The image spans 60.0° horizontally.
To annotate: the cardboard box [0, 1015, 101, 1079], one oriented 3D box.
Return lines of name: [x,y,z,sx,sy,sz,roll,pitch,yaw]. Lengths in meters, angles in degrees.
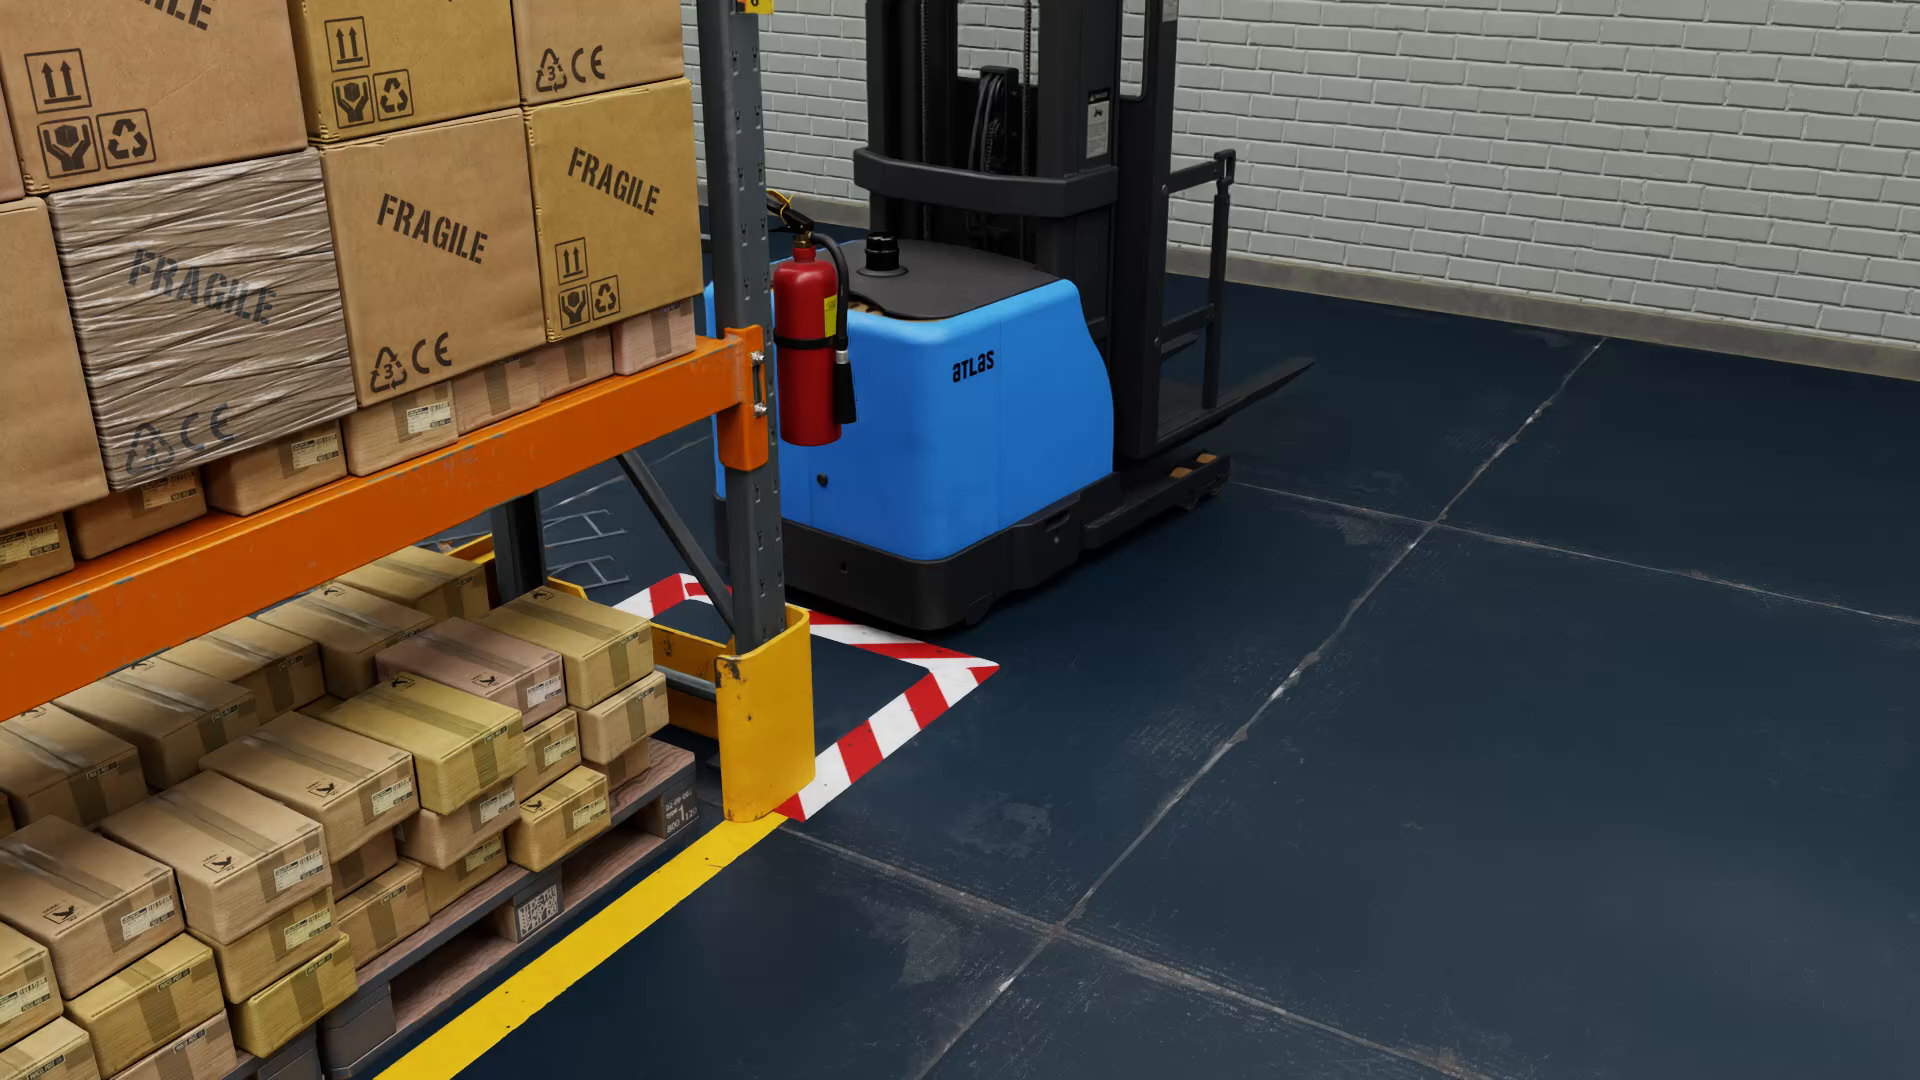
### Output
cardboard box: [-1.775,0.942,2.983,0.380,0.149,0.250,14,27,29]

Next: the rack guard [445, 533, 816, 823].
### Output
rack guard: [-0.971,0.364,4.781,1.175,0.500,0.348,14,27,29]

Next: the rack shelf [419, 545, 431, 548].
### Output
rack shelf: [-1.824,0.143,5.675,0.103,0.180,0.258,-12,26,-26]

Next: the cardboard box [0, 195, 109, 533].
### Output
cardboard box: [-1.757,-0.274,2.607,0.500,0.500,0.500,15,28,32]

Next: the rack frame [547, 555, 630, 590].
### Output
rack frame: [-1.757,0.213,5.745,1.200,0.006,0.240,-12,26,-26]

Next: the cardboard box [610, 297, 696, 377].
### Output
cardboard box: [-0.863,-0.525,4.003,0.380,0.149,0.250,14,27,29]

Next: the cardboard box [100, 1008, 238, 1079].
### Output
cardboard box: [-1.655,0.980,3.270,0.380,0.149,0.250,14,27,30]

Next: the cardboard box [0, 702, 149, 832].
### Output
cardboard box: [-1.996,0.508,3.612,0.380,0.149,0.250,15,28,31]

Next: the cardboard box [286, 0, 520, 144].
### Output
cardboard box: [-1.228,-1.073,3.194,0.500,0.500,0.500,13,27,27]

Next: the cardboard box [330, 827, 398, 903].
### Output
cardboard box: [-1.469,0.653,3.652,0.380,0.149,0.250,14,27,28]

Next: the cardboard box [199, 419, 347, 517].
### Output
cardboard box: [-1.424,-0.187,3.223,0.380,0.149,0.250,13,26,27]

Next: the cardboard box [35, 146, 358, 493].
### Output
cardboard box: [-1.485,-0.440,2.991,0.500,0.500,0.500,14,27,29]

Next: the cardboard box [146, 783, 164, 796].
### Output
cardboard box: [-1.899,0.538,3.916,0.380,0.149,0.250,15,27,31]

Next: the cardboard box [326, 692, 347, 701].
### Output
cardboard box: [-1.618,0.373,4.297,0.380,0.149,0.250,14,27,29]

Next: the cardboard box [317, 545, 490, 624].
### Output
cardboard box: [-1.496,0.139,4.464,0.380,0.149,0.250,13,26,27]

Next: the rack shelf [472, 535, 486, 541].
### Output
rack shelf: [-1.613,0.098,5.779,0.103,0.180,0.258,-12,26,-26]

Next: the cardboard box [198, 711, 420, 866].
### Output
cardboard box: [-1.395,0.526,3.570,0.380,0.149,0.250,13,26,27]

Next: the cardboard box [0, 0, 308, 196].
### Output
cardboard box: [-1.495,-0.896,2.784,0.500,0.500,0.500,15,28,32]

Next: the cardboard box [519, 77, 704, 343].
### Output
cardboard box: [-0.949,-0.786,3.790,0.500,0.500,0.500,14,27,30]

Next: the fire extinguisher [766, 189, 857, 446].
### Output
fire extinguisher: [-0.406,-0.591,4.406,0.296,0.674,0.183,14,27,29]

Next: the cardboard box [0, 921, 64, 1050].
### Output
cardboard box: [-1.837,0.788,2.964,0.380,0.149,0.250,14,27,29]

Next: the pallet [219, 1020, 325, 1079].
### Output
pallet: [-2.074,1.173,3.275,1.003,0.211,1.213,14,27,29]

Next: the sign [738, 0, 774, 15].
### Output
sign: [-0.470,-1.363,3.767,0.100,0.325,0.005,14,27,29]

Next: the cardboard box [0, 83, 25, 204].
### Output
cardboard box: [-1.771,-0.716,2.370,0.500,0.500,0.500,13,27,27]

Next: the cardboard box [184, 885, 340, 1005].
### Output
cardboard box: [-1.502,0.761,3.402,0.380,0.149,0.250,14,27,30]

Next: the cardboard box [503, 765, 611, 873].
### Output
cardboard box: [-1.081,0.636,4.066,0.380,0.149,0.250,15,27,31]

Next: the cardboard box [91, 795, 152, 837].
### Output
cardboard box: [-1.959,0.648,3.663,0.380,0.149,0.250,12,26,26]

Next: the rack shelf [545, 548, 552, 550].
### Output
rack shelf: [-1.507,0.076,5.832,0.103,0.180,0.258,-12,26,-26]

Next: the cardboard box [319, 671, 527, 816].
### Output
cardboard box: [-1.205,0.452,3.741,0.380,0.149,0.250,13,27,28]

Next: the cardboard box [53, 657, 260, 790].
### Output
cardboard box: [-1.842,0.416,3.823,0.380,0.149,0.250,12,26,26]

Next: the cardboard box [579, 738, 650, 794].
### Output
cardboard box: [-1.032,0.528,4.315,0.380,0.149,0.250,14,27,30]

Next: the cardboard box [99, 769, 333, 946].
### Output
cardboard box: [-1.490,0.628,3.334,0.380,0.149,0.250,15,28,31]

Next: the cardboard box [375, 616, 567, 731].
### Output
cardboard box: [-1.176,0.338,4.005,0.380,0.149,0.250,14,27,30]

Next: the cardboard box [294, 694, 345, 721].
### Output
cardboard box: [-1.672,0.475,4.063,0.380,0.149,0.250,14,27,30]

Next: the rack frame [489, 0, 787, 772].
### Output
rack frame: [-0.931,-0.809,4.344,1.000,3.000,0.127,14,27,29]

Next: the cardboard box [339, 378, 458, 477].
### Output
cardboard box: [-1.260,-0.270,3.414,0.380,0.149,0.250,15,27,30]

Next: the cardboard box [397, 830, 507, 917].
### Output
cardboard box: [-1.294,0.707,3.901,0.380,0.149,0.250,14,27,29]

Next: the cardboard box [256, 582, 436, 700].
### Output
cardboard box: [-1.539,0.257,4.191,0.380,0.149,0.250,14,27,30]

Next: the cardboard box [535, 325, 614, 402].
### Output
cardboard box: [-1.026,-0.449,3.827,0.380,0.149,0.250,14,27,29]

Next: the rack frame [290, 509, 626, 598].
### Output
rack frame: [-1.757,0.045,5.672,1.200,0.006,0.240,-12,26,-26]

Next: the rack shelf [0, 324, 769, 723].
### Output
rack shelf: [-1.986,0.196,2.927,1.077,0.370,4.000,14,27,29]

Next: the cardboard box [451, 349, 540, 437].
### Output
cardboard box: [-1.145,-0.361,3.624,0.380,0.149,0.250,14,27,28]

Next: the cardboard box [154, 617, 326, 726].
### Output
cardboard box: [-1.781,0.315,4.057,0.380,0.149,0.250,14,27,29]

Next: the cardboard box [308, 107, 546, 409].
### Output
cardboard box: [-1.226,-0.613,3.391,0.500,0.500,0.500,13,27,28]

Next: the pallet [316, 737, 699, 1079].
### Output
pallet: [-1.430,0.763,4.222,1.003,0.211,1.213,14,27,29]

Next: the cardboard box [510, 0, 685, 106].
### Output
cardboard box: [-0.961,-1.244,3.589,0.500,0.500,0.500,13,27,28]

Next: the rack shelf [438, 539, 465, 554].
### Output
rack shelf: [-1.718,0.121,5.727,0.103,0.180,0.258,-12,26,-26]

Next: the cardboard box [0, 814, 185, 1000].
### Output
cardboard box: [-1.723,0.694,3.182,0.380,0.149,0.250,13,27,27]

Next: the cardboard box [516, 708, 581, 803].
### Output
cardboard box: [-1.151,0.485,4.040,0.380,0.149,0.250,13,27,28]

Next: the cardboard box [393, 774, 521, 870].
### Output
cardboard box: [-1.240,0.584,3.812,0.380,0.149,0.250,13,26,27]

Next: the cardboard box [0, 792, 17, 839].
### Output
cardboard box: [-2.173,0.587,3.429,0.380,0.149,0.250,14,27,30]

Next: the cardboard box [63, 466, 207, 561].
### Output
cardboard box: [-1.617,-0.108,3.041,0.380,0.149,0.250,13,26,27]

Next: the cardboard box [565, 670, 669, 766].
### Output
cardboard box: [-0.967,0.408,4.218,0.380,0.149,0.250,13,27,28]

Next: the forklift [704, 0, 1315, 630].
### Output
forklift: [0.428,-1.571,6.191,1.130,2.935,3.031,17,29,34]

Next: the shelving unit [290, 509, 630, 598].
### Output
shelving unit: [-1.757,0.129,5.708,1.200,0.189,0.258,-12,26,-26]

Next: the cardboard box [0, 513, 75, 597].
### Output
cardboard box: [-1.743,-0.015,2.826,0.380,0.149,0.250,14,27,30]

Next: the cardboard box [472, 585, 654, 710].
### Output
cardboard box: [-0.995,0.265,4.173,0.380,0.149,0.250,14,27,30]

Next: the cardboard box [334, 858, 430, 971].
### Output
cardboard box: [-1.413,0.793,3.703,0.380,0.149,0.250,14,27,29]

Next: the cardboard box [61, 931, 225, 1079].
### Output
cardboard box: [-1.653,0.844,3.211,0.380,0.149,0.250,15,28,32]

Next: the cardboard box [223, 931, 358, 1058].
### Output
cardboard box: [-1.494,0.892,3.473,0.380,0.149,0.250,13,26,27]
